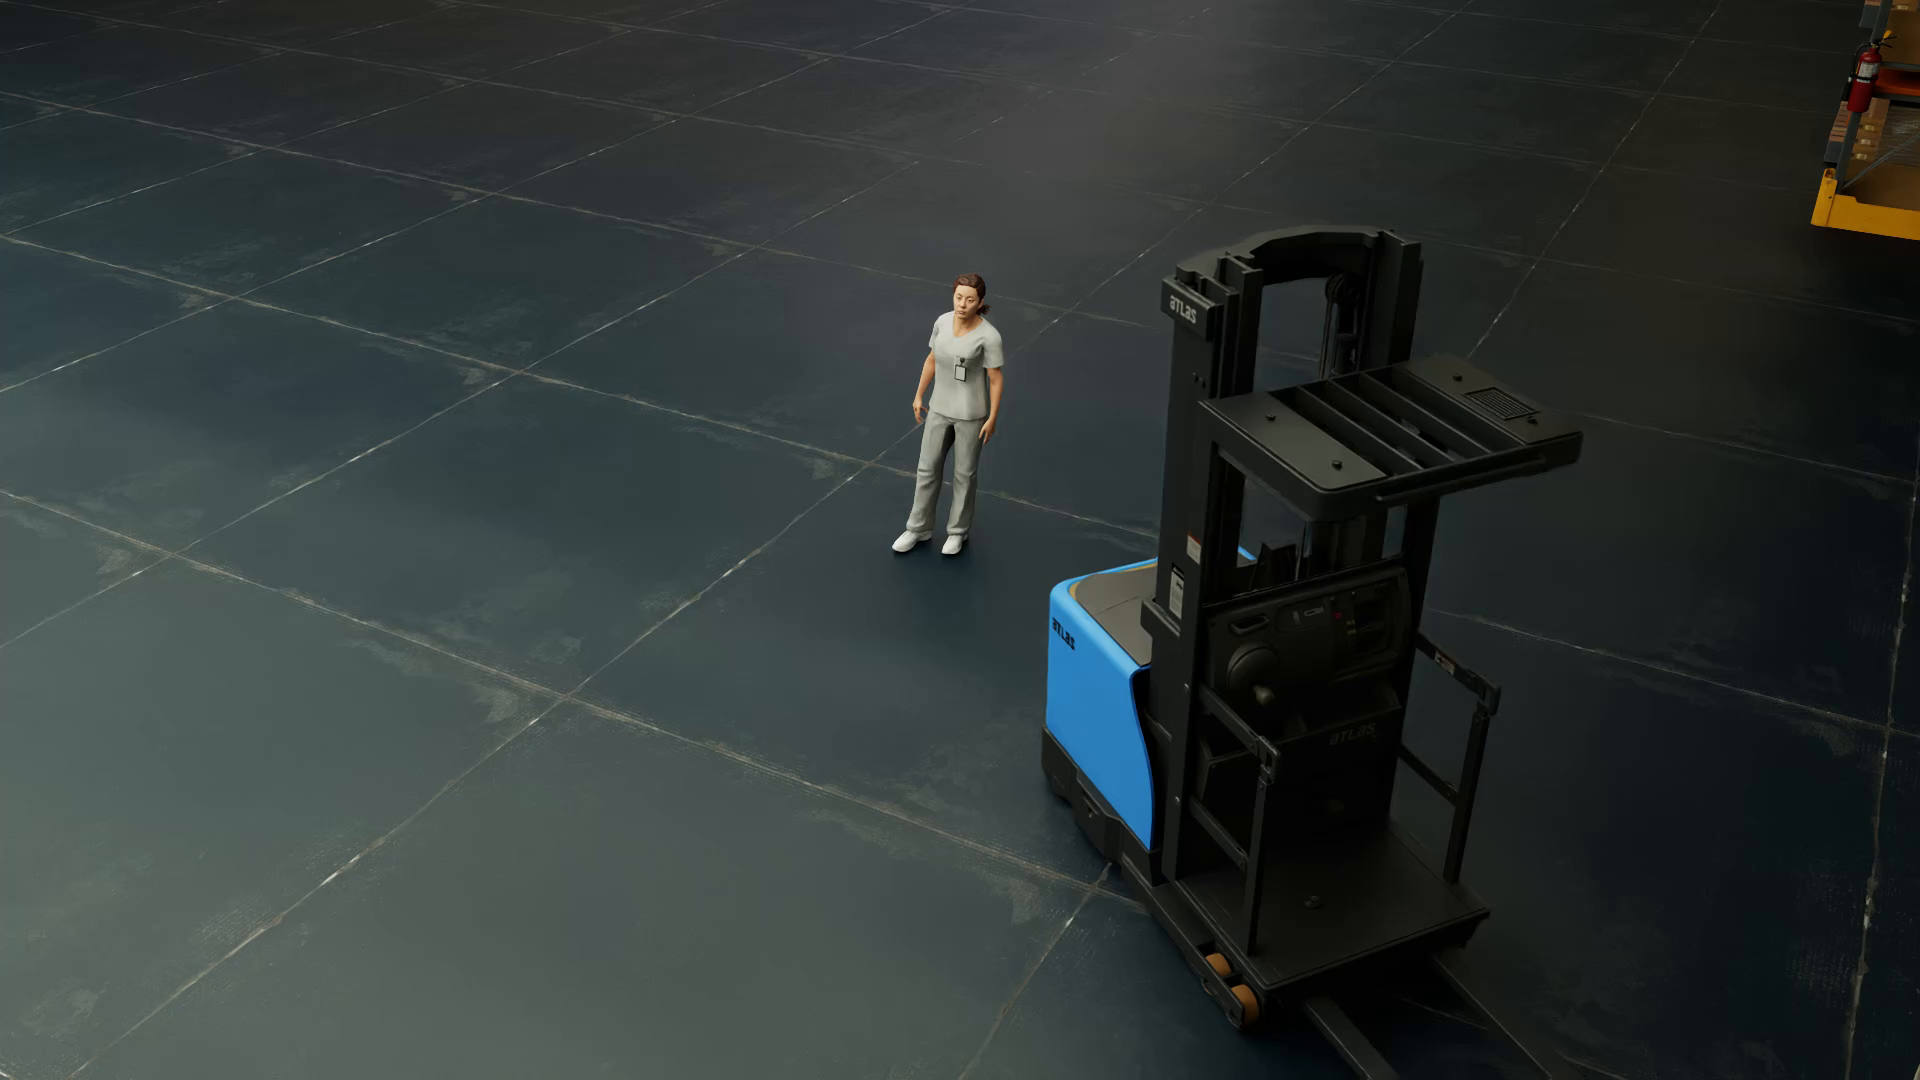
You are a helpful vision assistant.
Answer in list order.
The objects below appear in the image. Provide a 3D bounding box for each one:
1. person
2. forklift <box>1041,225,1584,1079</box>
[{"bbox_3d":[-0.048,-0.703,9.531,0.549,1.675,0.549,15,33,25],"label":"person"},{"bbox_3d":[1.460,0.425,6.334,1.130,2.935,3.031,-13,32,-21],"label":"forklift"}]
